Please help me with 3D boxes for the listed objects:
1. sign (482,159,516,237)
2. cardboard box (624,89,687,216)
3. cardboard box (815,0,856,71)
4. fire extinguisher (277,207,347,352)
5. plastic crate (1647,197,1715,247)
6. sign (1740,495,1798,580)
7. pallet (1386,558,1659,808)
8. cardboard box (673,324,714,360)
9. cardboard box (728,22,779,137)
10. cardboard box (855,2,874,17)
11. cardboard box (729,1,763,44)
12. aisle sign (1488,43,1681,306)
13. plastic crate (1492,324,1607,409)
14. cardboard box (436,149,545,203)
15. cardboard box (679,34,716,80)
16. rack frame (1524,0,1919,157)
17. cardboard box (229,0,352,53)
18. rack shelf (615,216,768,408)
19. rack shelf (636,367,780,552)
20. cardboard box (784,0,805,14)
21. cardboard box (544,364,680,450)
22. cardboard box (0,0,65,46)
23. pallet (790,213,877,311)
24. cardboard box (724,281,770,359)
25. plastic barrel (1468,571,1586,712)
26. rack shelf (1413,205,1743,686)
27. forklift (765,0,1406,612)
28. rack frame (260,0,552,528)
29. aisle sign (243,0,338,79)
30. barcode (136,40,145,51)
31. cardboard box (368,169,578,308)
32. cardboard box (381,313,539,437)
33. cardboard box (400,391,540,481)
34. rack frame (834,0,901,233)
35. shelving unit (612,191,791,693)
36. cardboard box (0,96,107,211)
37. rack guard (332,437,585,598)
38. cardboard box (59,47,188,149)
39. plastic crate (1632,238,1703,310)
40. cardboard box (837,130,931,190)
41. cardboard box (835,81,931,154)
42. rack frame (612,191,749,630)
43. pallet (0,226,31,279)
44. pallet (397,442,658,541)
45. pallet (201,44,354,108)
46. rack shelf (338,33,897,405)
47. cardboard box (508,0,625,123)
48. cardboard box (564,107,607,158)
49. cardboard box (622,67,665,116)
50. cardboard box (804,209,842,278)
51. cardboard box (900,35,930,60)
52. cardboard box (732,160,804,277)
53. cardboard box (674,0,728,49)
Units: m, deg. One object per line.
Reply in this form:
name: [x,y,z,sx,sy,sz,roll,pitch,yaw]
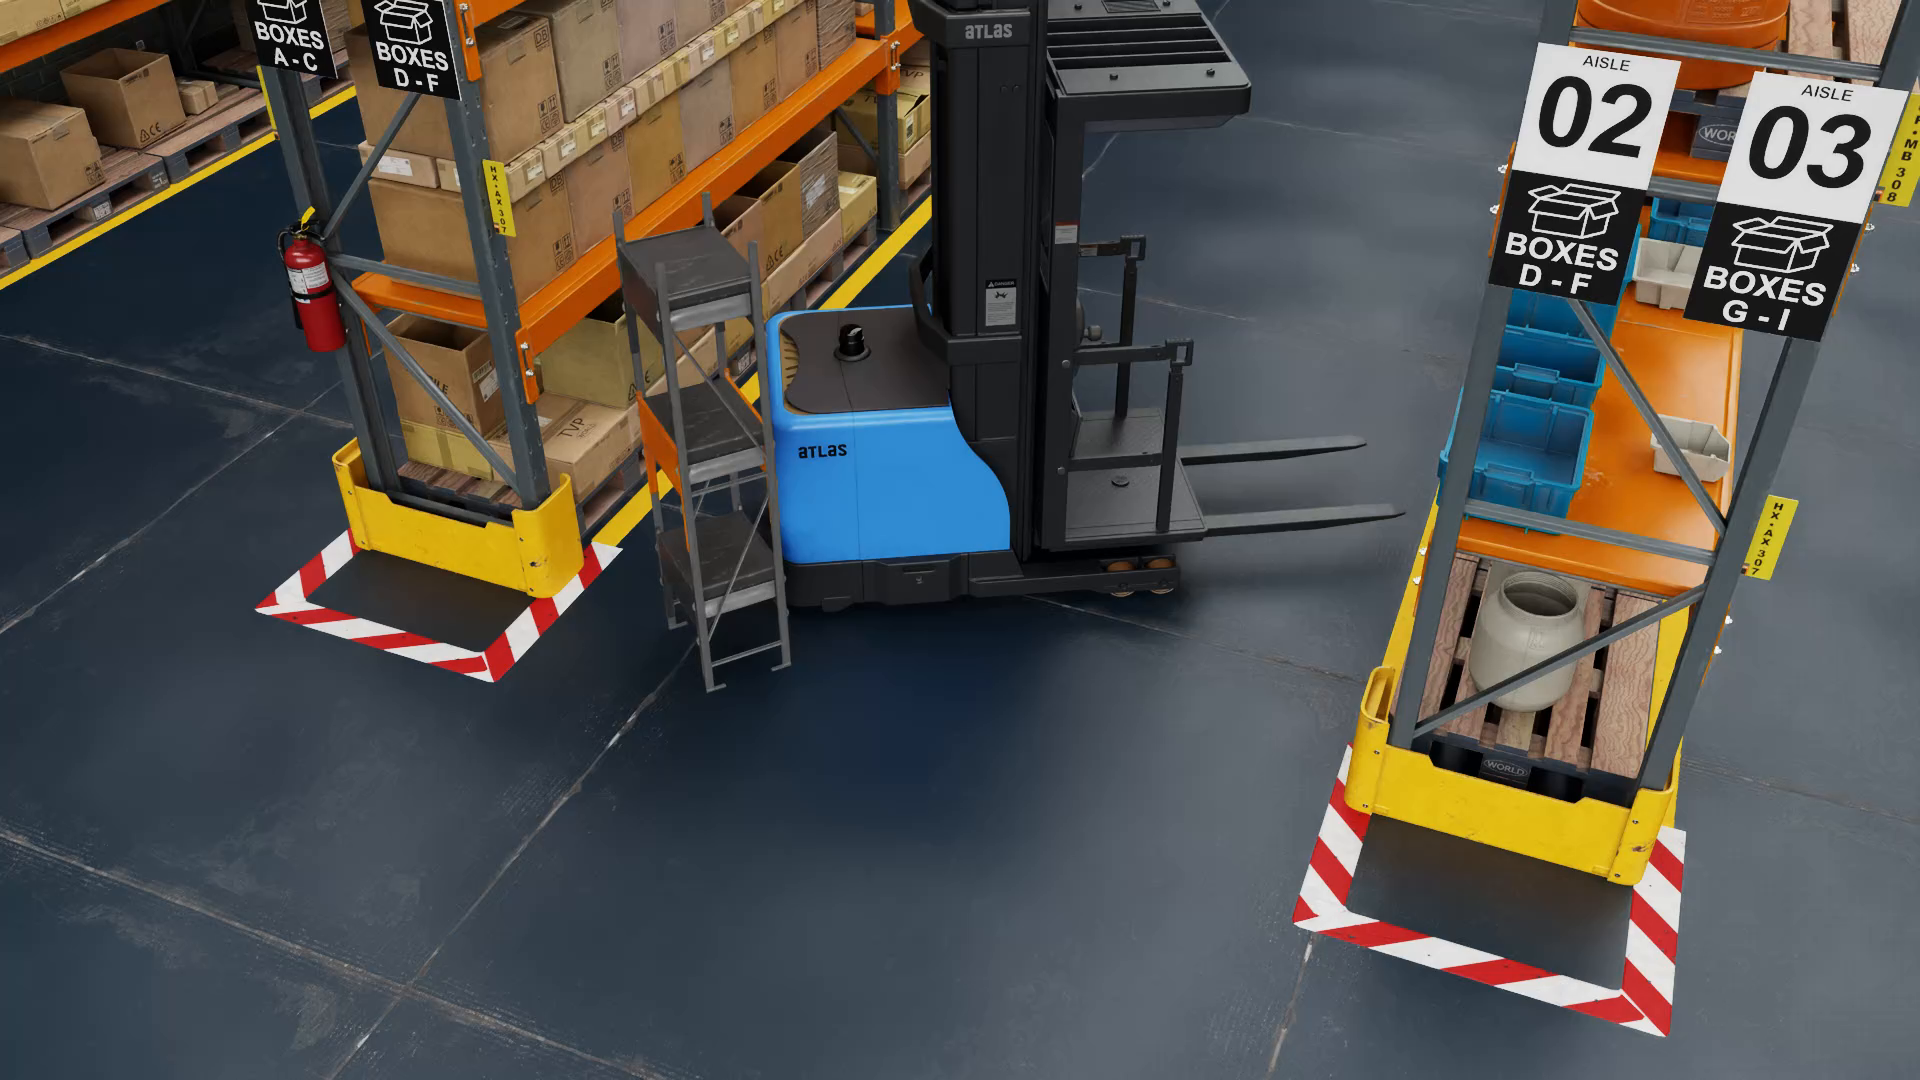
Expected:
sign: [-1.893,-1.403,6.832,0.100,0.325,0.005,14,39,18]
cardboard box: [-1.825,-2.015,8.357,0.700,0.500,0.500,14,39,18]
cardboard box: [-1.045,-3.162,9.891,0.700,0.500,0.500,13,39,17]
fire extinguisher: [-2.878,-1.164,7.366,0.296,0.674,0.183,14,39,18]
plastic crate: [3.528,-1.504,7.881,0.499,0.251,0.616,14,39,18]
sign: [2.683,-0.007,5.523,0.100,0.325,0.005,14,39,18]
pallet: [2.475,0.592,7.282,1.003,0.211,1.213,14,39,18]
cardboard box: [-1.627,-1.325,8.836,0.500,0.500,0.500,14,39,18]
cardboard box: [-1.434,-2.591,9.128,0.700,0.500,0.500,14,39,18]
cardboard box: [-0.735,-3.591,10.675,0.500,0.250,0.500,16,40,21]
cardboard box: [-1.272,-2.767,8.821,0.380,0.149,0.250,15,39,19]
aisle sign: [1.874,-1.093,5.035,0.394,0.787,0.004,14,39,18]
plastic crate: [2.342,-0.668,6.762,0.499,0.251,0.408,14,39,18]
cardboard box: [-2.055,-1.622,7.290,0.380,0.149,0.250,14,39,17]
cardboard box: [-1.470,-2.473,8.428,0.380,0.149,0.250,14,39,18]
rack frame: [2.176,-2.427,3.980,1.000,3.000,0.127,14,39,18]
cardboard box: [-5.200,-4.082,12.926,0.700,0.500,0.500,15,39,19]
rack shelf: [-1.055,-0.903,6.558,0.431,0.518,0.480,-17,40,-22]
rack shelf: [-1.055,-0.343,6.977,0.431,0.518,0.480,-17,40,-22]
cardboard box: [-1.079,-3.042,9.189,0.380,0.149,0.250,14,39,18]
cardboard box: [-1.807,-0.745,8.687,0.500,0.250,0.500,14,39,18]
cardboard box: [-5.929,-3.277,10.238,0.500,0.250,0.500,14,39,18]
pallet: [-1.223,-1.821,10.510,1.003,0.211,1.213,14,39,18]
cardboard box: [-1.422,-1.297,9.426,0.500,0.250,0.500,14,39,18]
plastic barrel: [2.355,0.423,6.906,0.421,0.512,0.421,0,37,0]
rack shelf: [2.937,-0.843,7.473,1.077,0.370,4.000,14,39,18]
forklift: [0.619,-1.218,7.431,3.031,2.935,1.130,-4,37,-5]
rack frame: [-2.404,-1.154,7.289,1.000,3.000,0.127,14,39,18]
aisle sign: [-2.700,-2.226,6.551,0.394,0.787,0.004,14,39,18]
barcode: [-5.892,-3.554,11.953,0.001,0.075,0.075,14,39,18]
cardboard box: [-2.214,-1.450,7.601,0.700,0.500,0.500,14,39,18]
cardboard box: [-2.475,-0.886,8.250,0.500,0.500,0.500,14,39,18]
cardboard box: [-2.473,-0.585,8.473,0.500,0.250,0.500,14,39,18]
rack frame: [-0.882,-3.369,10.252,1.000,3.000,0.127,14,39,18]
shelving unit: [-1.055,-0.353,6.969,0.431,2.100,0.503,-17,40,-22]
cardboard box: [-6.097,-2.529,10.848,0.700,0.500,0.500,11,38,15]
rack guard: [-2.413,-0.140,8.019,1.175,0.500,0.348,14,39,18]
cardboard box: [-5.822,-3.086,11.594,0.500,0.500,0.500,11,38,14]
plastic crate: [3.314,-1.176,7.538,0.530,0.136,0.437,14,39,18]
cardboard box: [-0.499,-2.603,11.172,0.500,0.250,0.500,13,39,17]
cardboard box: [-0.494,-2.832,11.011,0.500,0.311,0.500,14,39,18]
rack frame: [-1.169,-0.483,7.142,0.400,2.100,0.015,-17,40,-22]
pallet: [-6.615,-1.647,10.278,1.003,0.211,1.213,14,39,18]
pallet: [-2.151,-0.470,8.703,1.003,0.211,1.213,14,39,18]
pallet: [-5.169,-3.810,13.171,1.003,0.211,1.213,14,39,18]
rack shelf: [-1.643,-1.973,8.986,1.077,0.370,4.000,14,39,18]
cardboard box: [-1.999,-2.291,7.643,0.700,0.500,0.500,13,39,17]
cardboard box: [-1.861,-1.907,7.670,0.380,0.149,0.250,14,39,18]
cardboard box: [-1.664,-2.194,8.055,0.380,0.149,0.250,13,39,16]
cardboard box: [-1.055,-1.855,10.172,0.500,0.250,0.500,14,39,18]
cardboard box: [-0.103,-3.395,11.764,0.500,0.311,0.500,13,39,16]
cardboard box: [-1.244,-1.878,9.576,0.500,0.500,0.500,14,39,18]
cardboard box: [-1.617,-2.848,8.387,0.700,0.500,0.500,14,39,18]
